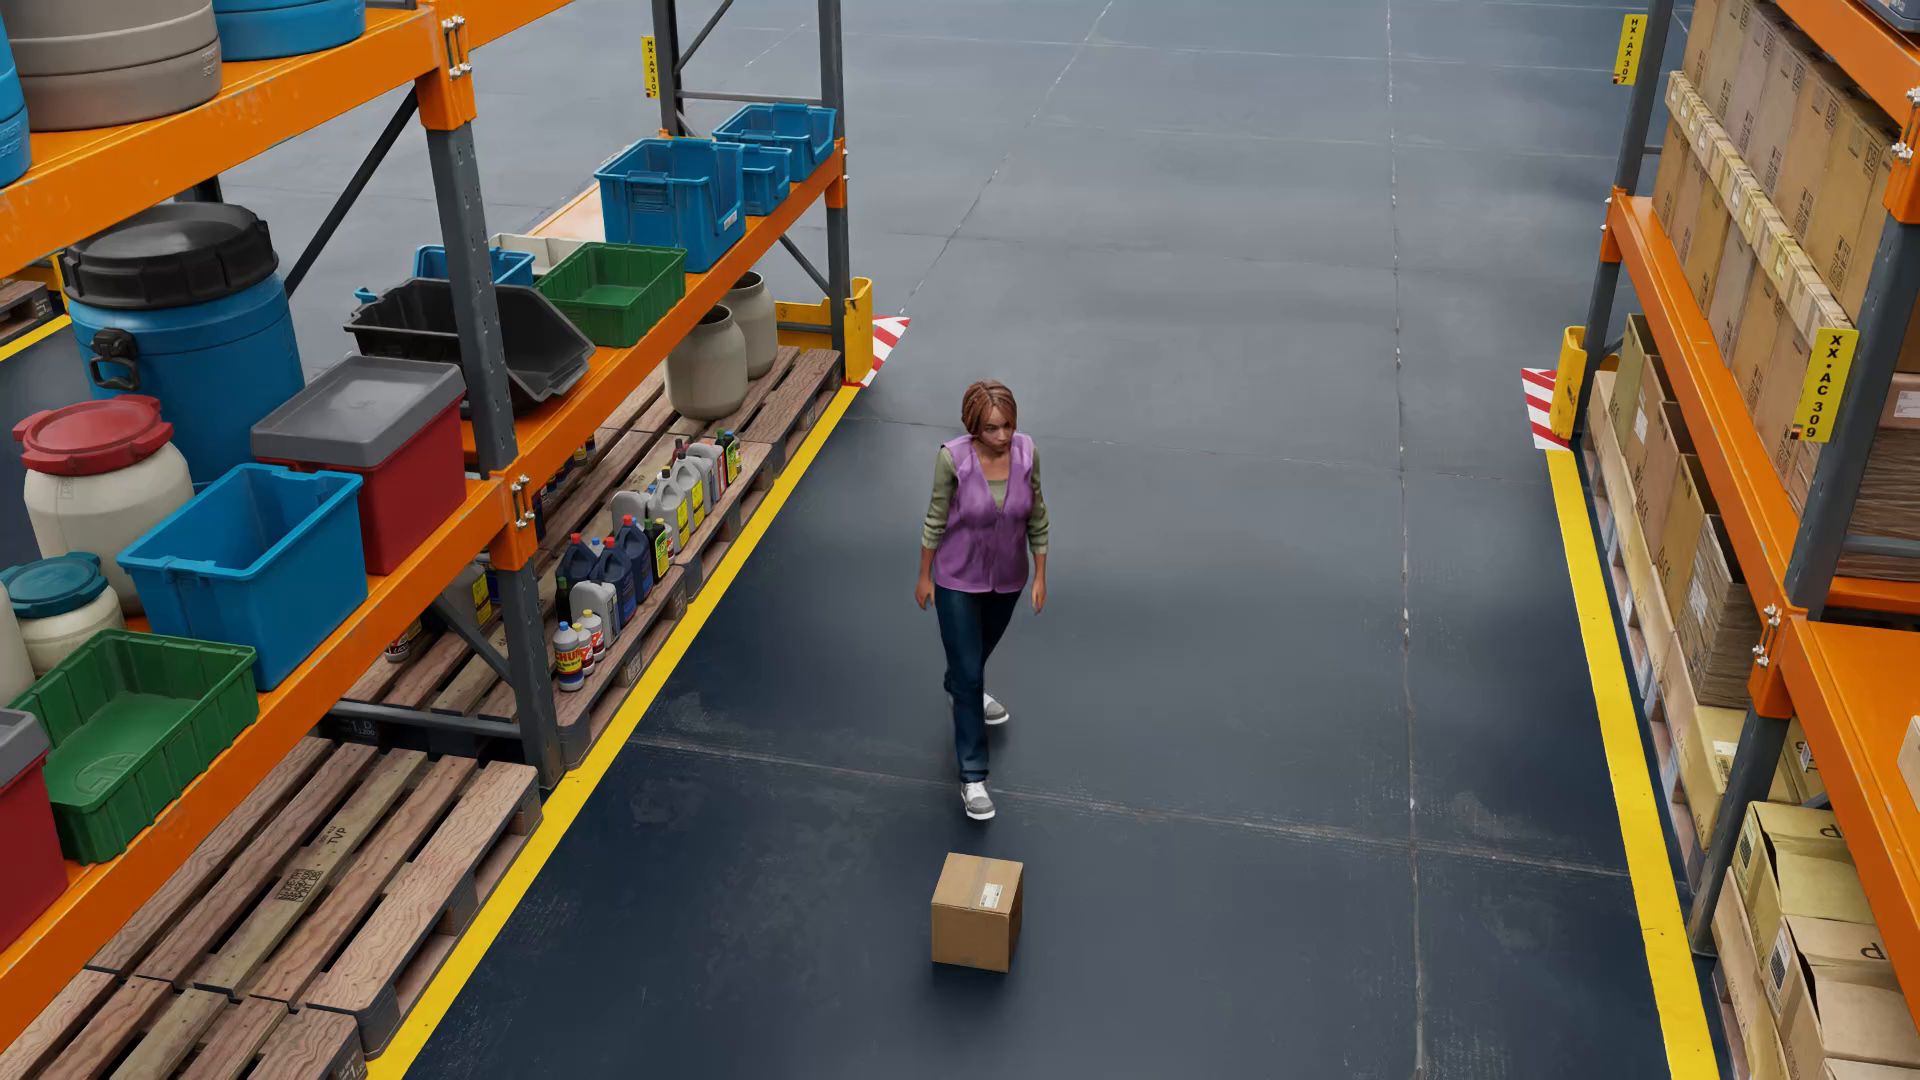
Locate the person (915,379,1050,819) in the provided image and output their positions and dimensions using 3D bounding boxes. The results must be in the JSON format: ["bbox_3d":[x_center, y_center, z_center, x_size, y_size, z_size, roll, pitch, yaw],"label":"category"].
[{"bbox_3d":[0.099,0.143,5.872,0.455,1.553,0.808,-11,31,-19],"label":"person"}]
